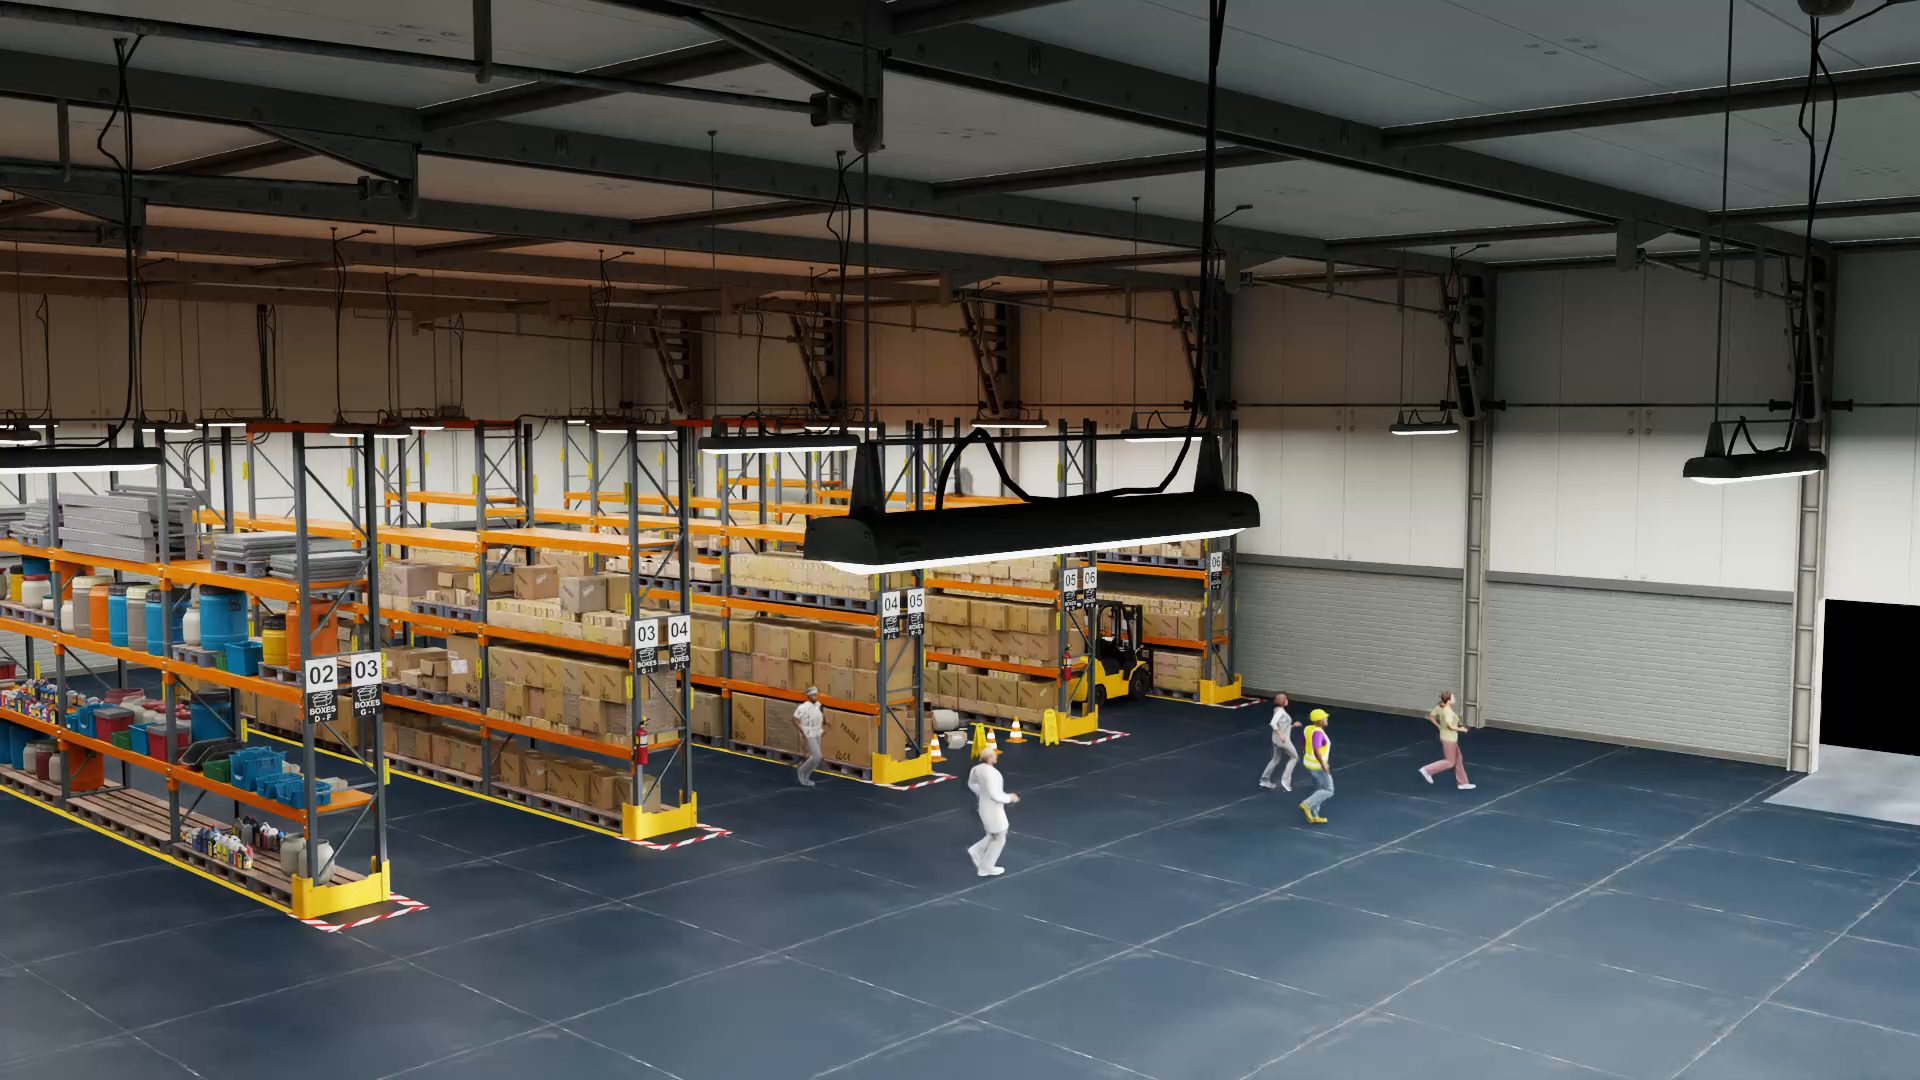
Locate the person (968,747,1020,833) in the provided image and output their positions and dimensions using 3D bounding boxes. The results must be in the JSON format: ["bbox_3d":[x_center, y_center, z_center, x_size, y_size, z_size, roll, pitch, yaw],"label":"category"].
[{"bbox_3d":[0.475,3.340,22.324,0.587,1.140,0.703,-2,5,-19],"label":"person"}]

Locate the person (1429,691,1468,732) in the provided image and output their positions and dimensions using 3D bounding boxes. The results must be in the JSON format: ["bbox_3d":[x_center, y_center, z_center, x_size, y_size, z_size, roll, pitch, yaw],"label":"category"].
[{"bbox_3d":[8.020,2.849,27.209,0.532,0.770,0.592,0,5,-3],"label":"person"}]

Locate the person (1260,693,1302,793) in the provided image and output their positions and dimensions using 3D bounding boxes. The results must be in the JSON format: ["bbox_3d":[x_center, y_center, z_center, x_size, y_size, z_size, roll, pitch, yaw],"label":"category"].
[{"bbox_3d":[5.252,3.314,27.157,0.691,1.627,0.503,-1,5,-8],"label":"person"}]

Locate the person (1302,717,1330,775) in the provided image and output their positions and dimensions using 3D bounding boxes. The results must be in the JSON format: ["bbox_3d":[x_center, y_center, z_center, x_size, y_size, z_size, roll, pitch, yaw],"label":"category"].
[{"bbox_3d":[5.432,3.049,25.132,0.461,0.918,0.715,-1,5,-12],"label":"person"}]

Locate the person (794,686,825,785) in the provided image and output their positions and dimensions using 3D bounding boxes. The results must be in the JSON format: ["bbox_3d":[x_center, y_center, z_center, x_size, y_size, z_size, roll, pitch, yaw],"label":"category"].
[{"bbox_3d":[-2.476,3.239,27.607,0.429,1.667,0.524,4,6,37],"label":"person"}]
